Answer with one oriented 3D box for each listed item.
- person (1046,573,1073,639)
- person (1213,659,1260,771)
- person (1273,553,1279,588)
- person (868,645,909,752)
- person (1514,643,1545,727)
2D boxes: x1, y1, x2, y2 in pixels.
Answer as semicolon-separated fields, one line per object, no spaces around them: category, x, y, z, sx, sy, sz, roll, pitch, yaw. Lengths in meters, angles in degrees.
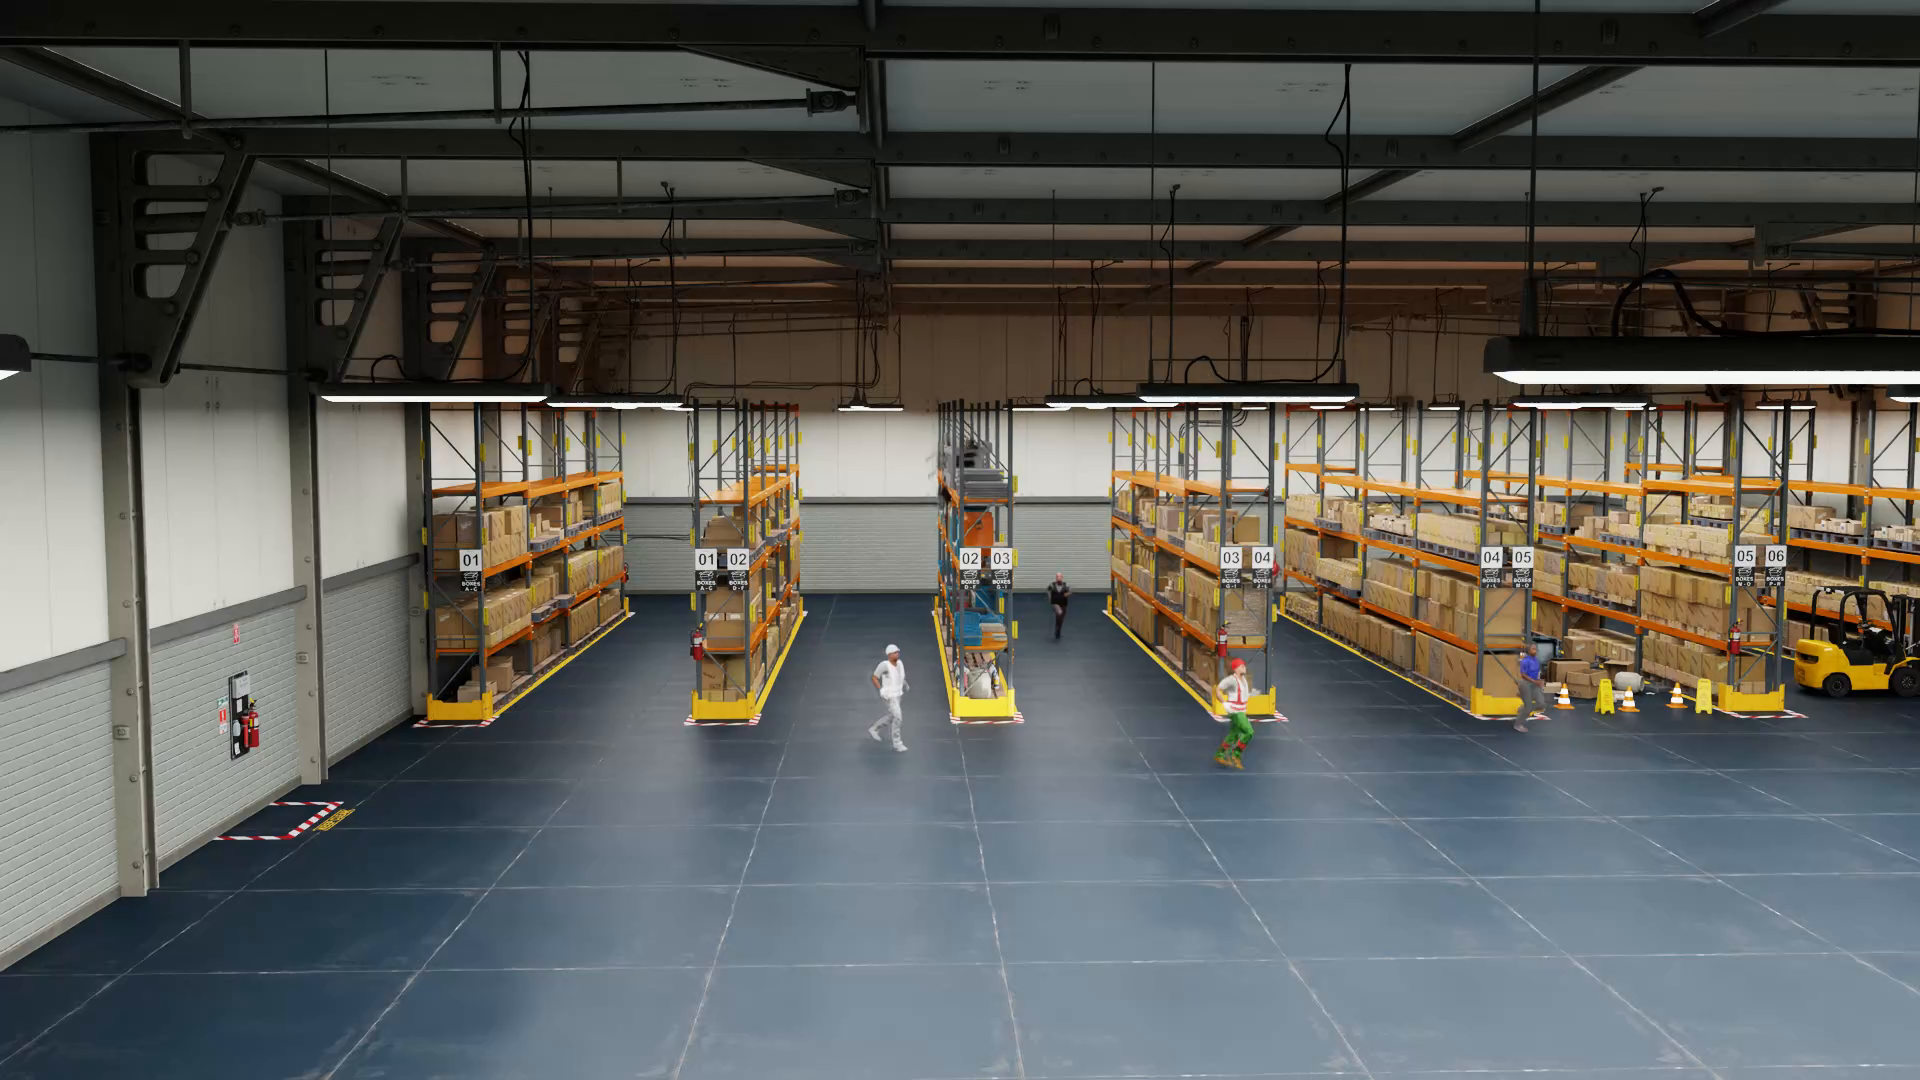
person;2.510;1.665;41.707;0.630;1.679;0.873;-1;4;-9
person;4.460;2.807;26.872;0.746;1.797;0.643;2;5;29
person;9.065;1.193;48.969;0.572;1.634;0.862;-2;5;-23
person;-1.215;2.674;28.409;0.860;1.806;0.676;3;5;31
person;10.305;2.616;29.935;0.603;1.541;0.597;-4;6;-40
